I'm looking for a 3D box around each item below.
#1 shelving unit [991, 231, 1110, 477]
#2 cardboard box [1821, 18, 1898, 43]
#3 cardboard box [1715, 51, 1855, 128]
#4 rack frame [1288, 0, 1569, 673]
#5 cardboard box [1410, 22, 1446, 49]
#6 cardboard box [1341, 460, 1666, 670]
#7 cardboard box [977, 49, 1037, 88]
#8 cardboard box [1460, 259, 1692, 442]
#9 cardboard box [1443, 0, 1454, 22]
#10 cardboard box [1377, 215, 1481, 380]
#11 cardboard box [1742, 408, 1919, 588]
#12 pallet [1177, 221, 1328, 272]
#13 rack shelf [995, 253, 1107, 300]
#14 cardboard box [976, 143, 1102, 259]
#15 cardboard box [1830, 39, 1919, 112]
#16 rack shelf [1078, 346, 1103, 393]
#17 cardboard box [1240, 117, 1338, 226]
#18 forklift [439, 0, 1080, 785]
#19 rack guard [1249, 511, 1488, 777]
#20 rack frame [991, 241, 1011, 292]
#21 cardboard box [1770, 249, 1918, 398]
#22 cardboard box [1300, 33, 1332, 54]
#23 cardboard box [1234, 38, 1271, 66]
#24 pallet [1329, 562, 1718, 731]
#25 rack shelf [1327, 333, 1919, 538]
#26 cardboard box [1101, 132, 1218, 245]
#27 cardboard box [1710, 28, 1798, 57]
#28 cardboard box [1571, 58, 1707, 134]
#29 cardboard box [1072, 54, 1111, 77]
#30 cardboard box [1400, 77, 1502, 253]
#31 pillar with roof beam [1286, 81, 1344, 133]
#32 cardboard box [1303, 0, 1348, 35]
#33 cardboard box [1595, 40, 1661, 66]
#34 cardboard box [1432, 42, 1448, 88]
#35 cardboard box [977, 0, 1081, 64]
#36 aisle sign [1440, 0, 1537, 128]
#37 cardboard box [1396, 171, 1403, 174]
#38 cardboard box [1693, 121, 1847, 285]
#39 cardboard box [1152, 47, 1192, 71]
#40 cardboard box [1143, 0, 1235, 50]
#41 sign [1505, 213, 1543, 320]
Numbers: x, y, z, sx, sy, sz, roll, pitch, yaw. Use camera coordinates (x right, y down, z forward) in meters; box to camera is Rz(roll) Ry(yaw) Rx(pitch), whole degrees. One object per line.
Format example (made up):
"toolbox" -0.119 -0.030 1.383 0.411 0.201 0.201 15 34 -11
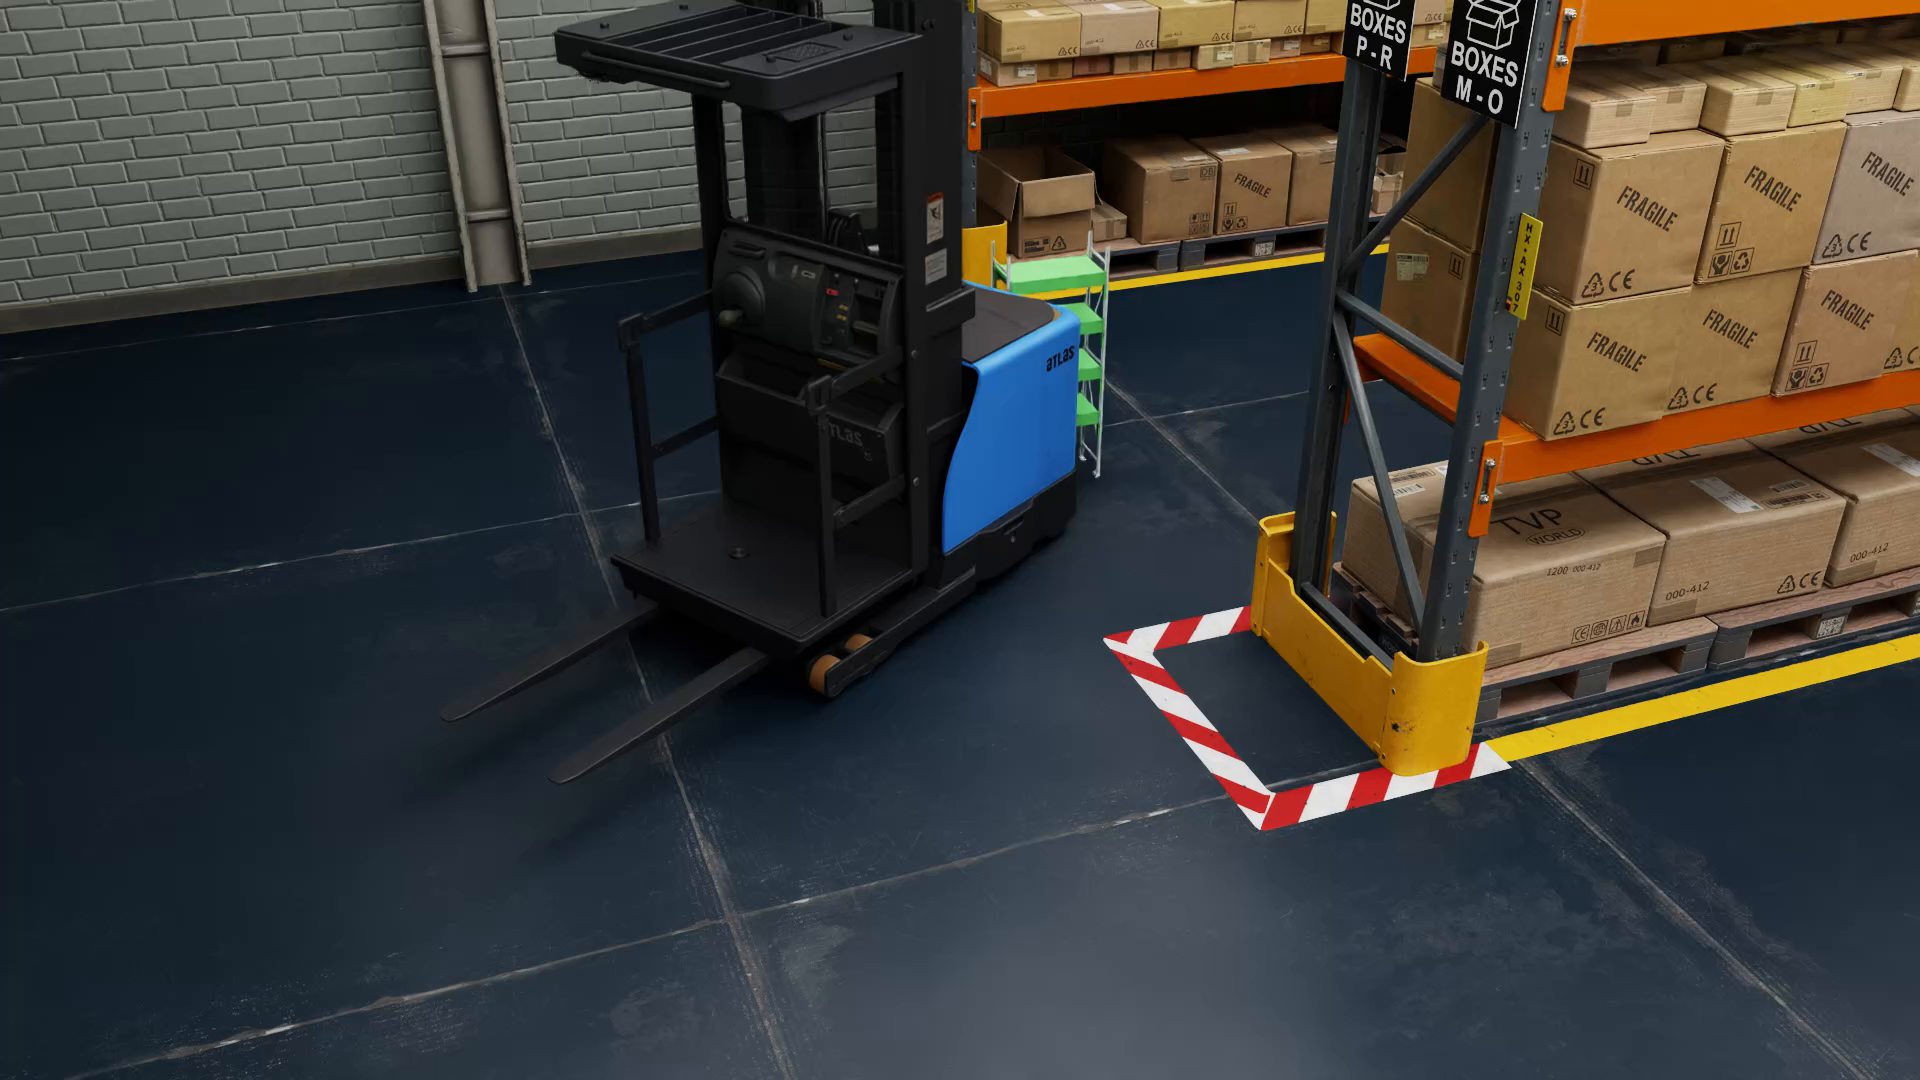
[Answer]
"shelving unit" 0.421 -0.856 8.040 0.503 1.200 0.258 -9 31 -16
"cardboard box" 3.301 -1.913 6.311 0.250 0.149 0.380 -9 31 -16
"cardboard box" 2.779 -1.532 5.643 0.250 0.149 0.380 -11 32 -19
"rack frame" 1.605 -0.716 5.977 0.127 3.000 1.000 -10 31 -18
"cardboard box" 2.937 -3.316 10.794 0.250 0.149 0.380 -10 31 -16
"cardboard box" 2.188 0.054 6.788 0.875 0.438 0.875 -12 32 -19
"cardboard box" 0.274 -2.839 9.956 0.250 0.149 0.380 -11 31 -18
"cardboard box" 2.155 -0.709 5.863 0.500 0.500 0.500 -11 31 -18
"cardboard box" 3.227 -3.572 10.840 0.500 0.250 0.500 -10 31 -16
"cardboard box" 1.964 -0.965 6.313 0.500 0.500 0.500 -10 31 -17
"cardboard box" 3.889 -0.262 7.344 0.875 0.438 0.875 -11 32 -19
"pallet" 1.830 -2.166 11.340 1.213 0.211 1.003 -10 31 -18
"rack shelf" 0.421 -1.217 7.834 0.480 0.148 0.258 -9 31 -16
"cardboard box" 0.477 -2.178 10.640 0.637 0.503 0.797 -12 32 -20
"cardboard box" 3.255 -1.626 5.807 0.250 0.149 0.380 -10 31 -17
"rack shelf" 0.421 -0.800 8.071 0.480 0.148 0.258 -9 31 -16
"cardboard box" 2.264 -2.485 11.182 0.500 0.500 0.700 -12 32 -19
"forklift" -0.746 -0.922 6.407 1.130 2.935 3.031 21 36 32
"rack guard" 1.582 0.374 6.588 0.348 0.500 1.175 -10 31 -18
"rack frame" 0.189 -0.818 7.974 0.015 1.200 0.240 -9 31 -16
"cardboard box" 3.102 -0.889 6.179 0.500 0.500 0.500 -11 31 -18
"cardboard box" 2.171 -3.234 10.650 0.250 0.149 0.380 -10 31 -17
"cardboard box" 1.739 -3.093 10.402 0.250 0.149 0.380 -10 31 -16
"pallet" 2.327 0.321 6.973 1.213 0.211 1.003 -10 31 -18
"rack shelf" 3.479 -0.749 6.761 4.000 0.370 1.077 -10 31 -18
"cardboard box" 1.291 -2.306 10.868 0.500 0.500 0.700 -9 31 -16
"cardboard box" 2.834 -1.806 6.123 0.250 0.149 0.380 -11 31 -18
"cardboard box" 2.255 -1.487 5.563 0.250 0.149 0.380 -10 31 -16
"cardboard box" 0.731 -2.965 10.179 0.250 0.149 0.380 -11 31 -18
"cardboard box" 1.974 -1.388 6.044 0.500 0.500 0.500 -9 31 -16
"pillar with roof beam" 4.154 -4.616 6.762 0.400 9.000 9.100 -10 31 -18
"cardboard box" 2.291 -3.398 10.536 0.500 0.250 0.500 -11 31 -18
"cardboard box" 2.313 -1.769 6.059 0.250 0.149 0.380 -11 31 -18
"cardboard box" 1.871 -1.631 5.816 0.250 0.149 0.380 -10 31 -17
"cardboard box" 0.390 -3.036 9.899 0.500 0.250 0.500 -10 31 -17
"aisle sign" 1.638 -1.699 5.075 0.004 0.787 0.394 -10 31 -18
"cardboard box" 3.200 -2.420 11.423 0.250 0.149 0.380 -11 32 -19
"cardboard box" 2.636 -1.237 5.780 0.500 0.500 0.500 -11 32 -19
"cardboard box" 1.236 -3.029 10.290 0.250 0.149 0.380 -10 31 -17
"cardboard box" 1.336 -3.212 10.208 0.500 0.250 0.500 -11 31 -19
"sign" 1.793 -0.868 5.289 0.005 0.325 0.100 -10 31 -18
